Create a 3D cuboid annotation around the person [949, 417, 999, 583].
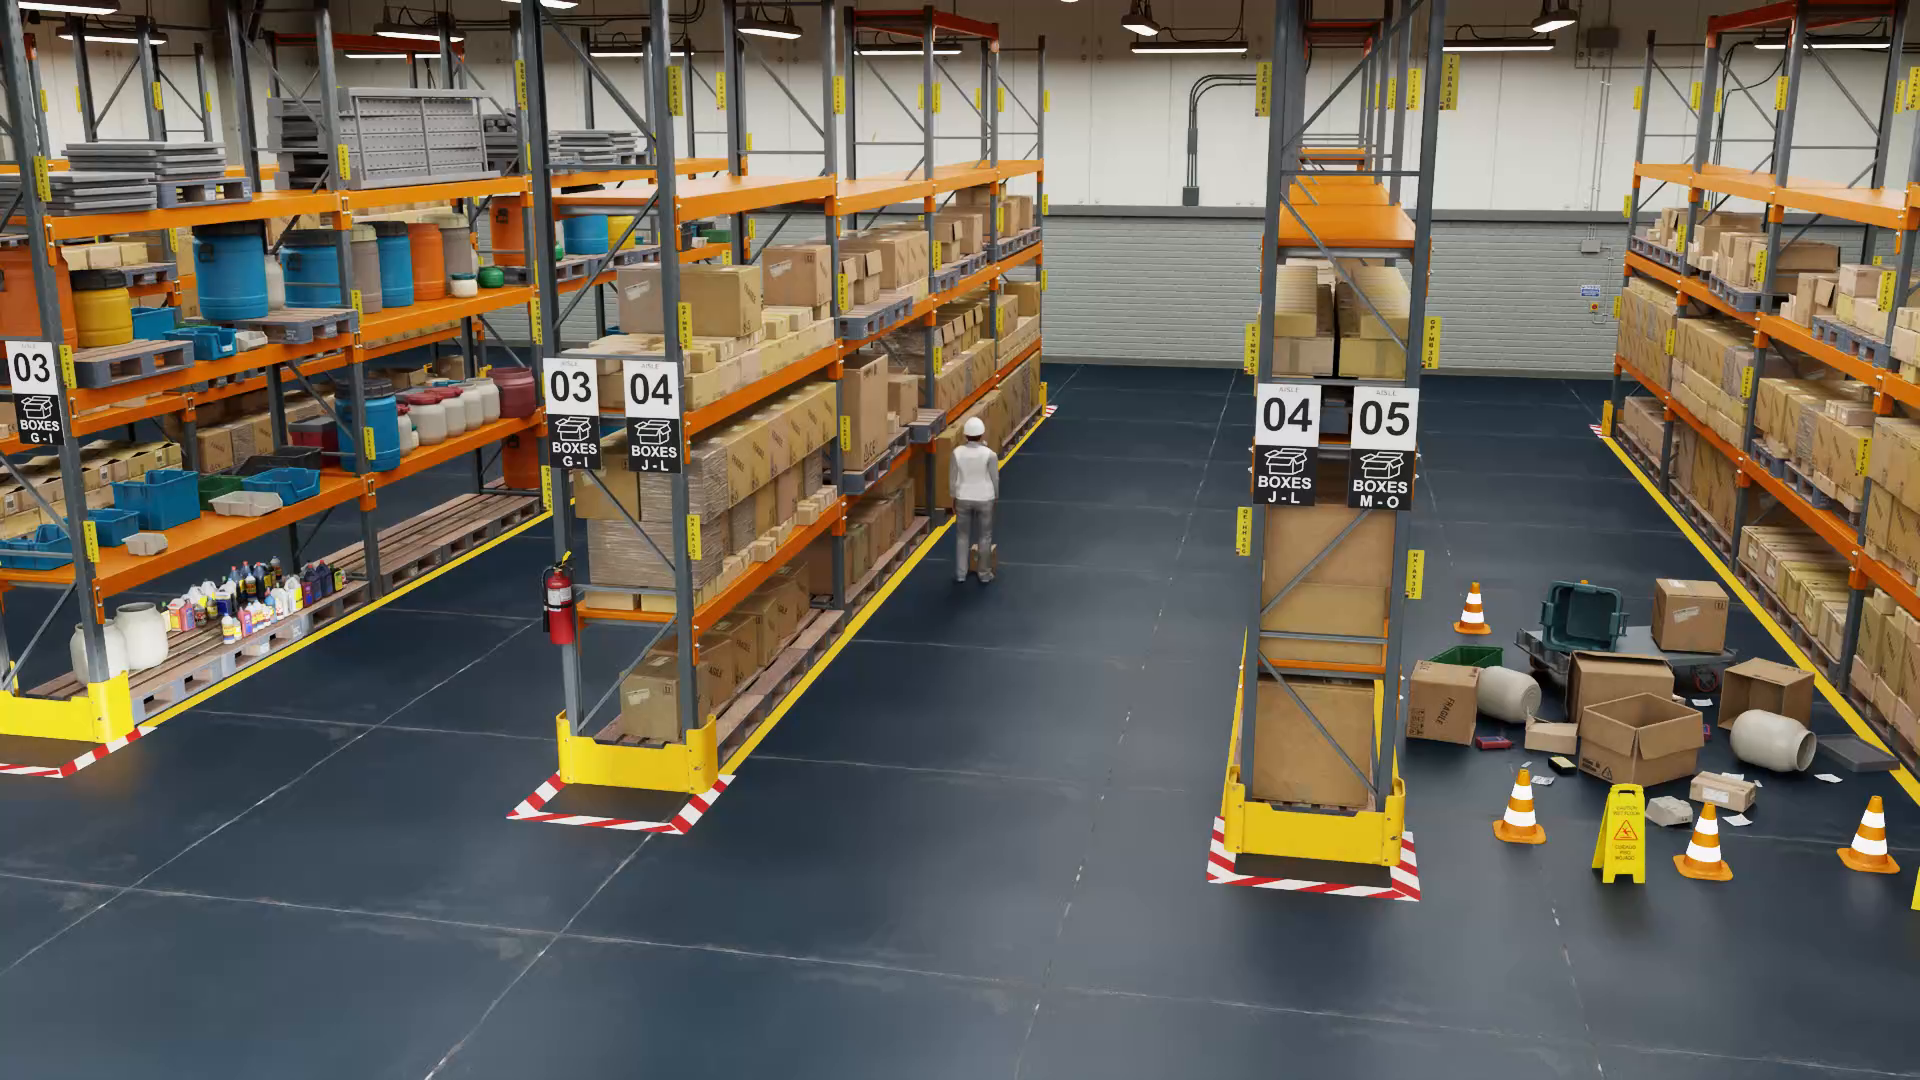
[{"bbox_3d":[0.154,-0.418,17.609,0.540,1.801,0.378,3,15,13],"label":"person"}]
